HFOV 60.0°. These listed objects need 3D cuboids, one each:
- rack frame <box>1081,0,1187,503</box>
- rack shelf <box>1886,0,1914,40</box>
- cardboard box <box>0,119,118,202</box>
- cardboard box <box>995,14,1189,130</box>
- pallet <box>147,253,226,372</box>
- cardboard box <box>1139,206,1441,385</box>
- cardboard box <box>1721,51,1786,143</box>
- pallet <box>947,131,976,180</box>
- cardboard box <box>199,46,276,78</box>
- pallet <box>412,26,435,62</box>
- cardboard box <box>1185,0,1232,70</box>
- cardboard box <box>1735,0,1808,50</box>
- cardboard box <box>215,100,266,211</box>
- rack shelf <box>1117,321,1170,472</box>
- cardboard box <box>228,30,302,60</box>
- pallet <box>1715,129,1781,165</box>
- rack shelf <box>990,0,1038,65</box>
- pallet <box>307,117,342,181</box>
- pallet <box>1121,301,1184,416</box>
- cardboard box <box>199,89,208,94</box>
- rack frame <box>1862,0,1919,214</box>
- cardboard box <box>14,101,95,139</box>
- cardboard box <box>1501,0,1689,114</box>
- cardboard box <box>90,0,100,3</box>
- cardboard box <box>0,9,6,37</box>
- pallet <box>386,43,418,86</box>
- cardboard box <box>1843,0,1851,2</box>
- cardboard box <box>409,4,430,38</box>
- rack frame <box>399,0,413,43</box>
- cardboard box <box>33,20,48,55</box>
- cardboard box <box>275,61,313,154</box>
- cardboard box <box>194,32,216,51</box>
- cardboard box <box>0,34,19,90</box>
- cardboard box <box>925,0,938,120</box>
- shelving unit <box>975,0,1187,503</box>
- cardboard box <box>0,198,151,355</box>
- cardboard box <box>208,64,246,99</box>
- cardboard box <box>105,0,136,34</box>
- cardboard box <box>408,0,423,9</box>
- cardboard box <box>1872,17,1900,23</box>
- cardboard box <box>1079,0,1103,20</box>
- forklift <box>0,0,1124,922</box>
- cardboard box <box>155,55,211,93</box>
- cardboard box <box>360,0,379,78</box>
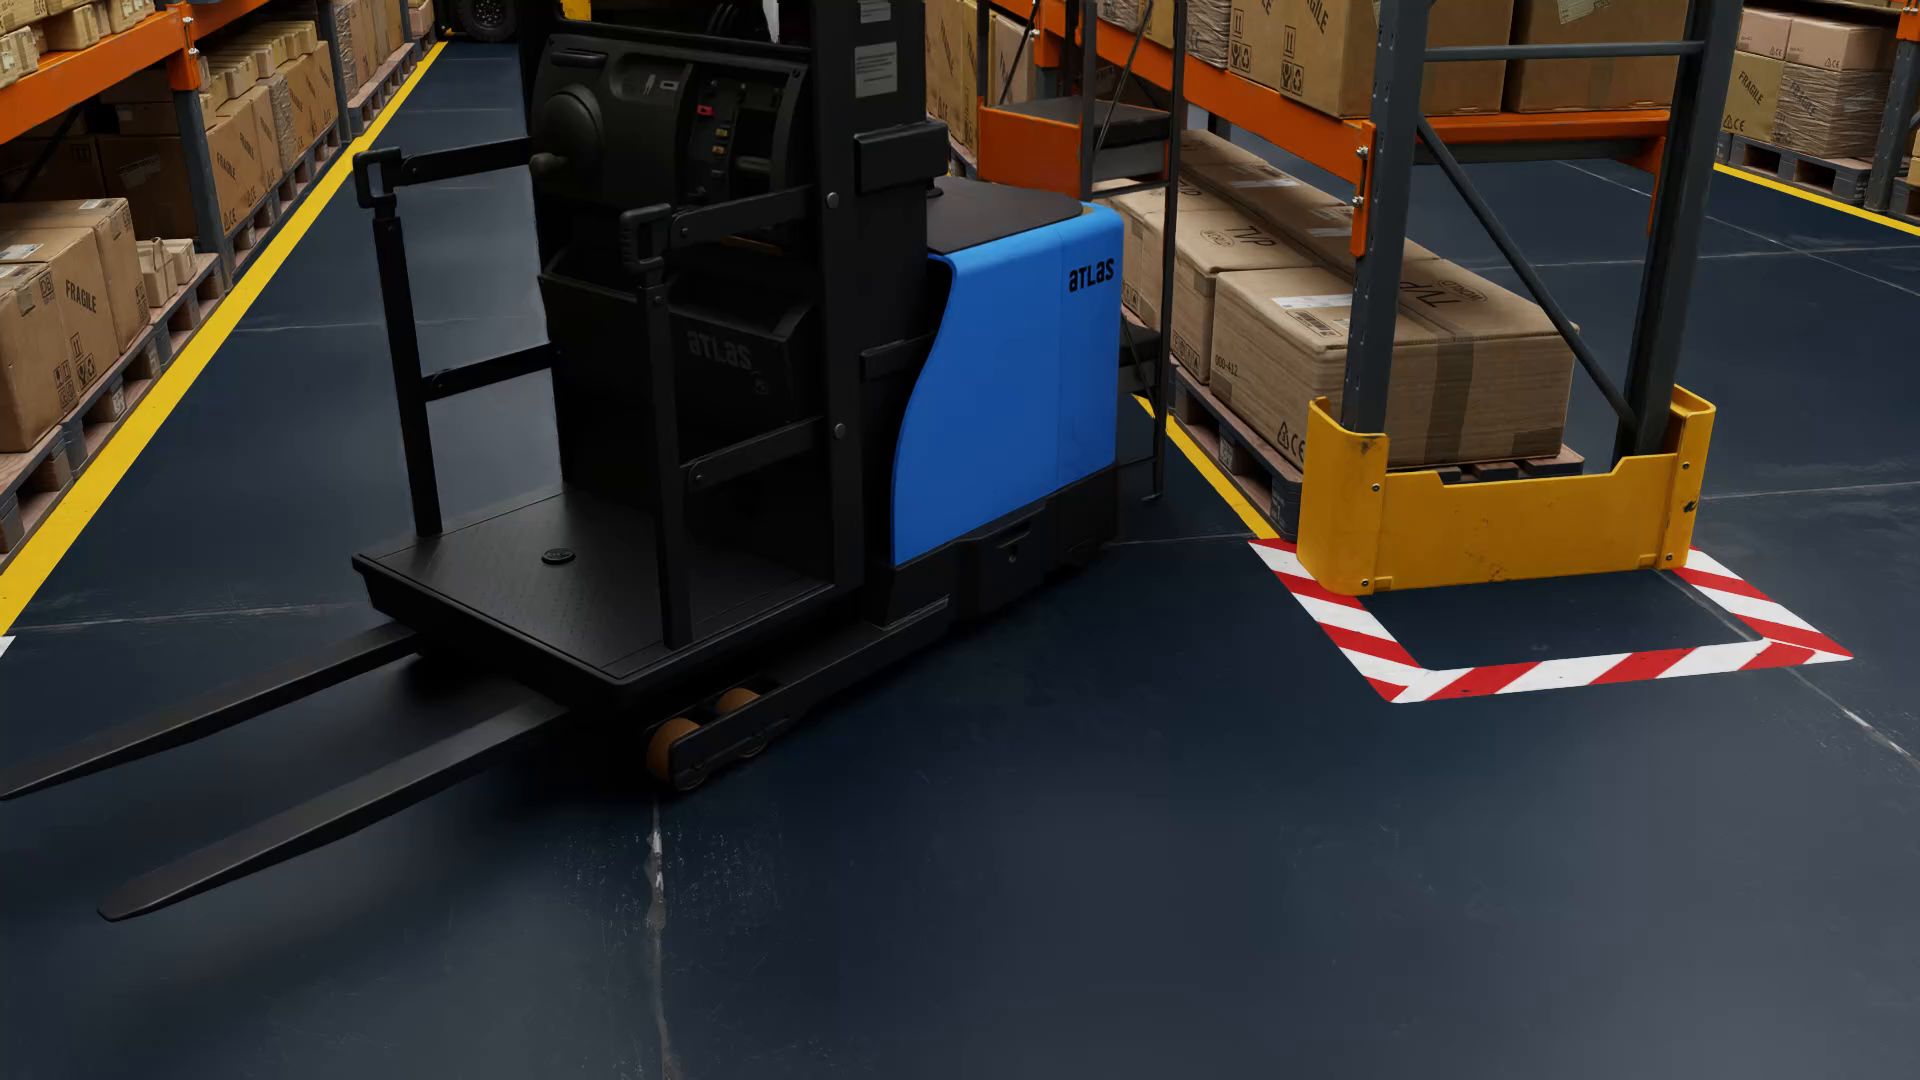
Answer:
[{"bbox_3d":[0.517,-1.060,5.051,0.400,2.100,0.015,-18,29,-35],"label":"rack frame"},{"bbox_3d":[5.364,-3.762,11.016,1.077,0.370,4.000,-4,24,-10],"label":"rack shelf"},{"bbox_3d":[-4.371,-1.749,8.104,0.500,0.500,0.500,-4,24,-10],"label":"cardboard box"},{"bbox_3d":[0.694,-2.356,9.027,0.875,0.875,0.875,-4,24,-8],"label":"cardboard box"},{"bbox_3d":[-3.864,-0.982,7.236,1.003,0.211,1.213,-4,24,-10],"label":"pallet"},{"bbox_3d":[1.230,-0.956,6.367,0.875,0.438,0.875,-4,24,-8],"label":"cardboard box"},{"bbox_3d":[5.255,-2.827,10.573,0.500,0.500,0.500,-5,24,-11],"label":"cardboard box"},{"bbox_3d":[0.442,-2.400,10.482,1.003,0.211,1.213,-4,24,-10],"label":"pallet"},{"bbox_3d":[-4.171,-2.749,9.584,0.380,0.149,0.250,-5,24,-12],"label":"cardboard box"},{"bbox_3d":[-5.575,-4.715,15.782,1.003,0.211,1.213,-4,24,-10],"label":"pallet"},{"bbox_3d":[1.095,-1.942,5.824,0.500,0.500,0.500,-4,24,-8],"label":"cardboard box"},{"bbox_3d":[5.154,-3.380,10.903,0.500,0.250,0.500,-5,24,-12],"label":"cardboard box"},{"bbox_3d":[-3.966,-1.993,8.664,0.500,0.500,0.500,-5,24,-10],"label":"cardboard box"},{"bbox_3d":[0.366,-0.482,5.511,0.431,0.518,0.480,-18,29,-35],"label":"rack shelf"},{"bbox_3d":[-4.303,-3.061,10.298,0.380,0.149,0.250,-5,24,-12],"label":"cardboard box"},{"bbox_3d":[5.359,-2.815,11.431,1.003,0.211,1.213,-4,24,-10],"label":"pallet"},{"bbox_3d":[0.518,-3.356,10.086,1.077,0.370,4.000,-4,24,-10],"label":"rack shelf"},{"bbox_3d":[-4.628,-2.529,10.778,1.003,0.211,1.213,-4,24,-10],"label":"pallet"},{"bbox_3d":[1.180,-0.836,6.900,1.003,0.211,1.213,-4,24,-10],"label":"pallet"},{"bbox_3d":[-3.922,-2.139,8.187,0.380,0.149,0.250,-5,24,-11],"label":"cardboard box"},{"bbox_3d":[5.734,-3.305,9.070,1.000,3.000,0.127,-4,24,-10],"label":"rack frame"},{"bbox_3d":[-4.341,-1.998,7.865,0.380,0.149,0.250,-5,24,-12],"label":"cardboard box"},{"bbox_3d":[1.821,-1.582,4.999,0.500,0.500,0.500,-4,24,-10],"label":"cardboard box"},{"bbox_3d":[-3.549,-2.220,6.401,0.500,0.250,0.500,-4,24,-10],"label":"cardboard box"},{"bbox_3d":[-3.260,-1.621,5.028,0.500,0.250,0.500,-5,24,-11],"label":"cardboard box"},{"bbox_3d":[-5.294,-4.112,14.402,1.003,0.211,1.213,-4,24,-10],"label":"pallet"},{"bbox_3d":[9.240,-5.592,16.880,0.700,0.500,0.500,-6,24,-14],"label":"cardboard box"},{"bbox_3d":[-5.233,-4.824,15.459,0.500,0.250,0.500,-4,24,-9],"label":"cardboard box"},{"bbox_3d":[-5.469,-5.677,14.501,1.000,3.000,0.127,-4,24,-10],"label":"rack frame"},{"bbox_3d":[-3.507,-1.794,5.924,0.380,0.149,0.250,-4,24,-9],"label":"cardboard box"},{"bbox_3d":[-4.258,-2.597,10.047,0.500,0.500,0.500,-3,24,-7],"label":"cardboard box"},{"bbox_3d":[-4.792,-3.021,10.208,0.380,0.149,0.250,-4,24,-9],"label":"cardboard box"},{"bbox_3d":[-3.231,-1.502,5.255,0.380,0.149,0.250,-5,24,-11],"label":"cardboard box"},{"bbox_3d":[0.194,-3.414,11.448,0.875,0.875,0.875,-5,24,-10],"label":"cardboard box"},{"bbox_3d":[0.365,-1.136,5.226,0.431,2.100,0.503,-18,29,-35],"label":"shelving unit"},{"bbox_3d":[-3.582,-0.999,6.388,0.700,0.500,0.500,-5,24,-12],"label":"cardboard box"},{"bbox_3d":[-4.054,-2.447,8.892,0.380,0.149,0.250,-4,24,-10],"label":"cardboard box"},{"bbox_3d":[-3.541,-2.107,6.641,0.380,0.149,0.250,-4,24,-8],"label":"cardboard box"},{"bbox_3d":[-5.255,-5.052,15.355,0.500,0.250,0.500,-4,24,-10],"label":"cardboard box"},{"bbox_3d":[5.857,-3.006,10.047,0.500,0.250,0.500,-5,24,-12],"label":"cardboard box"},{"bbox_3d":[0.806,-2.543,7.200,0.500,0.500,0.500,-4,24,-9],"label":"cardboard box"},{"bbox_3d":[-0.851,-0.982,3.837,1.130,2.935,3.031,19,30,36],"label":"forklift"},{"bbox_3d":[-3.890,-2.270,8.117,0.380,0.149,0.250,-5,24,-12],"label":"cardboard box"},{"bbox_3d":[-5.085,-3.976,13.047,0.875,0.625,0.625,-5,24,-12],"label":"cardboard box"}]
